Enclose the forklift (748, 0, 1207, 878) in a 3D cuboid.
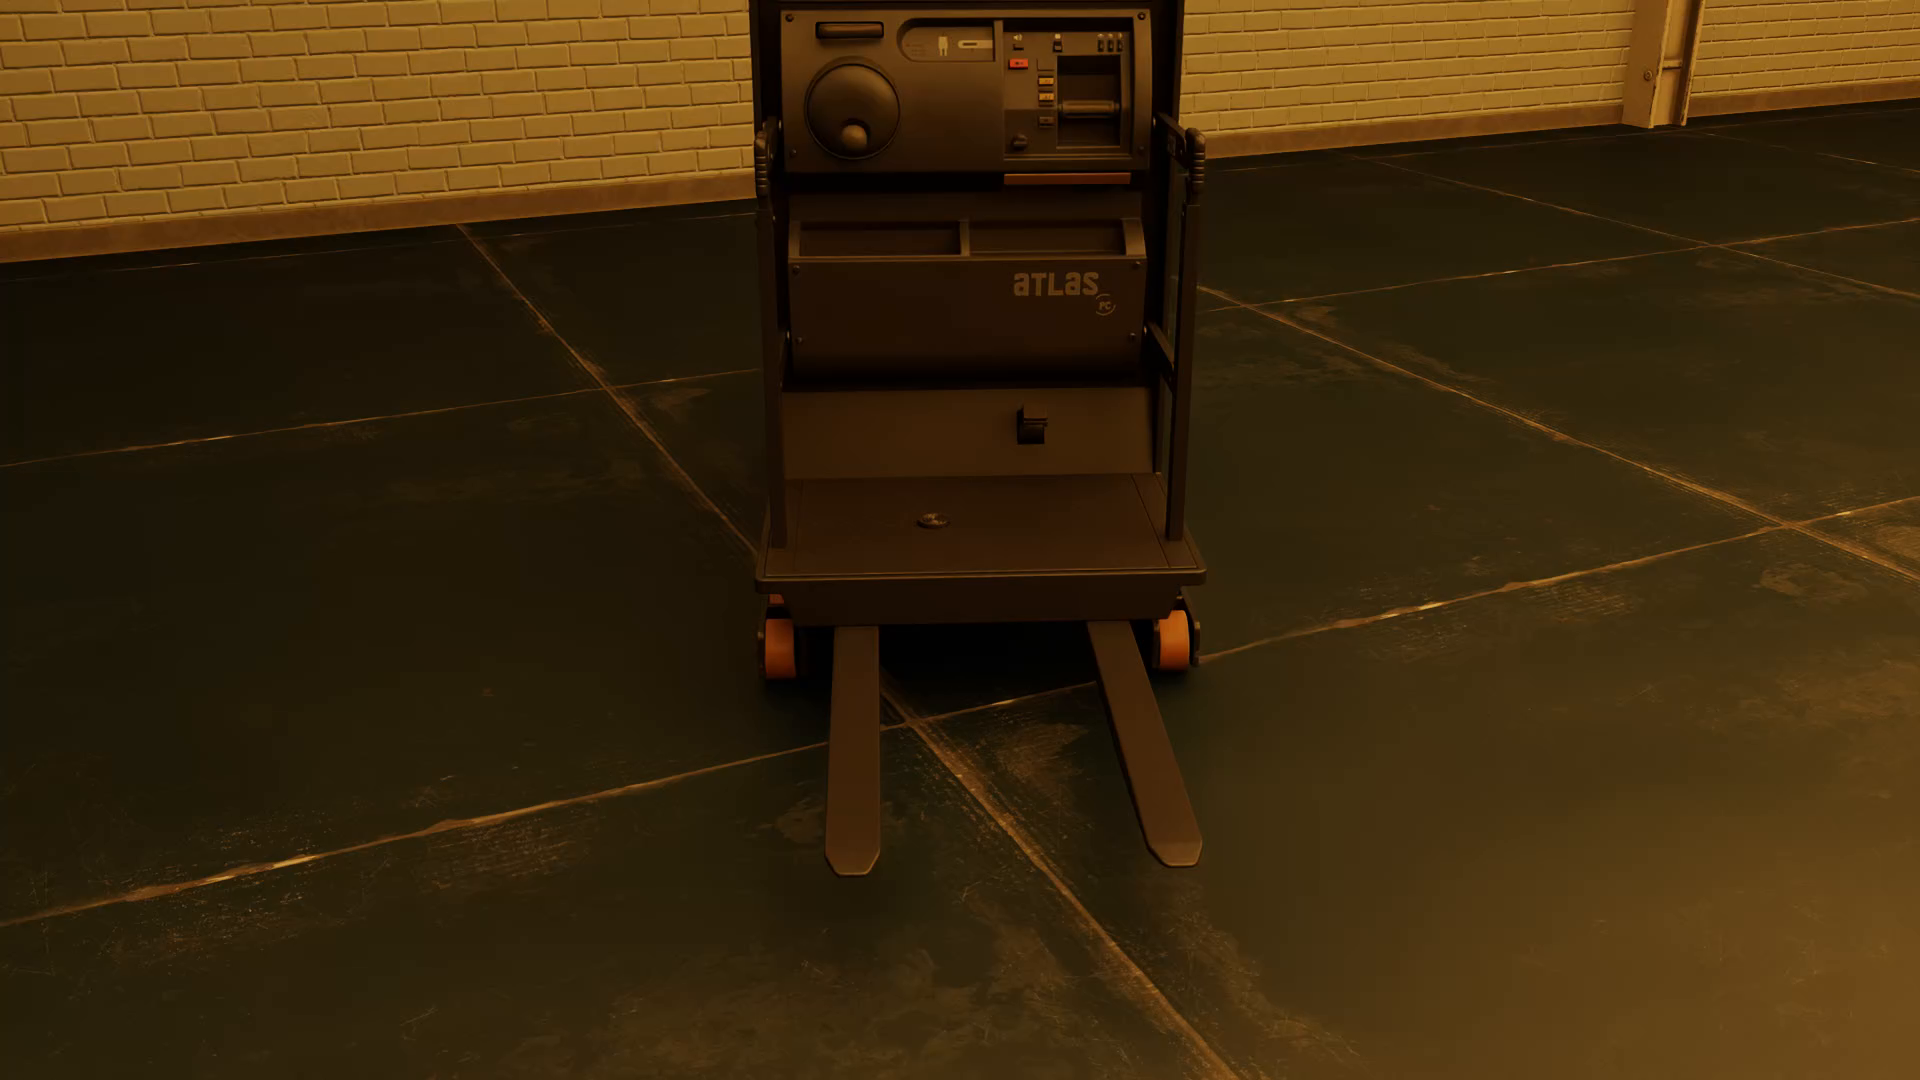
[{"bbox_3d":[0.030,-1.120,3.982,1.130,2.935,3.031,-1,23,-3],"label":"forklift"}]
